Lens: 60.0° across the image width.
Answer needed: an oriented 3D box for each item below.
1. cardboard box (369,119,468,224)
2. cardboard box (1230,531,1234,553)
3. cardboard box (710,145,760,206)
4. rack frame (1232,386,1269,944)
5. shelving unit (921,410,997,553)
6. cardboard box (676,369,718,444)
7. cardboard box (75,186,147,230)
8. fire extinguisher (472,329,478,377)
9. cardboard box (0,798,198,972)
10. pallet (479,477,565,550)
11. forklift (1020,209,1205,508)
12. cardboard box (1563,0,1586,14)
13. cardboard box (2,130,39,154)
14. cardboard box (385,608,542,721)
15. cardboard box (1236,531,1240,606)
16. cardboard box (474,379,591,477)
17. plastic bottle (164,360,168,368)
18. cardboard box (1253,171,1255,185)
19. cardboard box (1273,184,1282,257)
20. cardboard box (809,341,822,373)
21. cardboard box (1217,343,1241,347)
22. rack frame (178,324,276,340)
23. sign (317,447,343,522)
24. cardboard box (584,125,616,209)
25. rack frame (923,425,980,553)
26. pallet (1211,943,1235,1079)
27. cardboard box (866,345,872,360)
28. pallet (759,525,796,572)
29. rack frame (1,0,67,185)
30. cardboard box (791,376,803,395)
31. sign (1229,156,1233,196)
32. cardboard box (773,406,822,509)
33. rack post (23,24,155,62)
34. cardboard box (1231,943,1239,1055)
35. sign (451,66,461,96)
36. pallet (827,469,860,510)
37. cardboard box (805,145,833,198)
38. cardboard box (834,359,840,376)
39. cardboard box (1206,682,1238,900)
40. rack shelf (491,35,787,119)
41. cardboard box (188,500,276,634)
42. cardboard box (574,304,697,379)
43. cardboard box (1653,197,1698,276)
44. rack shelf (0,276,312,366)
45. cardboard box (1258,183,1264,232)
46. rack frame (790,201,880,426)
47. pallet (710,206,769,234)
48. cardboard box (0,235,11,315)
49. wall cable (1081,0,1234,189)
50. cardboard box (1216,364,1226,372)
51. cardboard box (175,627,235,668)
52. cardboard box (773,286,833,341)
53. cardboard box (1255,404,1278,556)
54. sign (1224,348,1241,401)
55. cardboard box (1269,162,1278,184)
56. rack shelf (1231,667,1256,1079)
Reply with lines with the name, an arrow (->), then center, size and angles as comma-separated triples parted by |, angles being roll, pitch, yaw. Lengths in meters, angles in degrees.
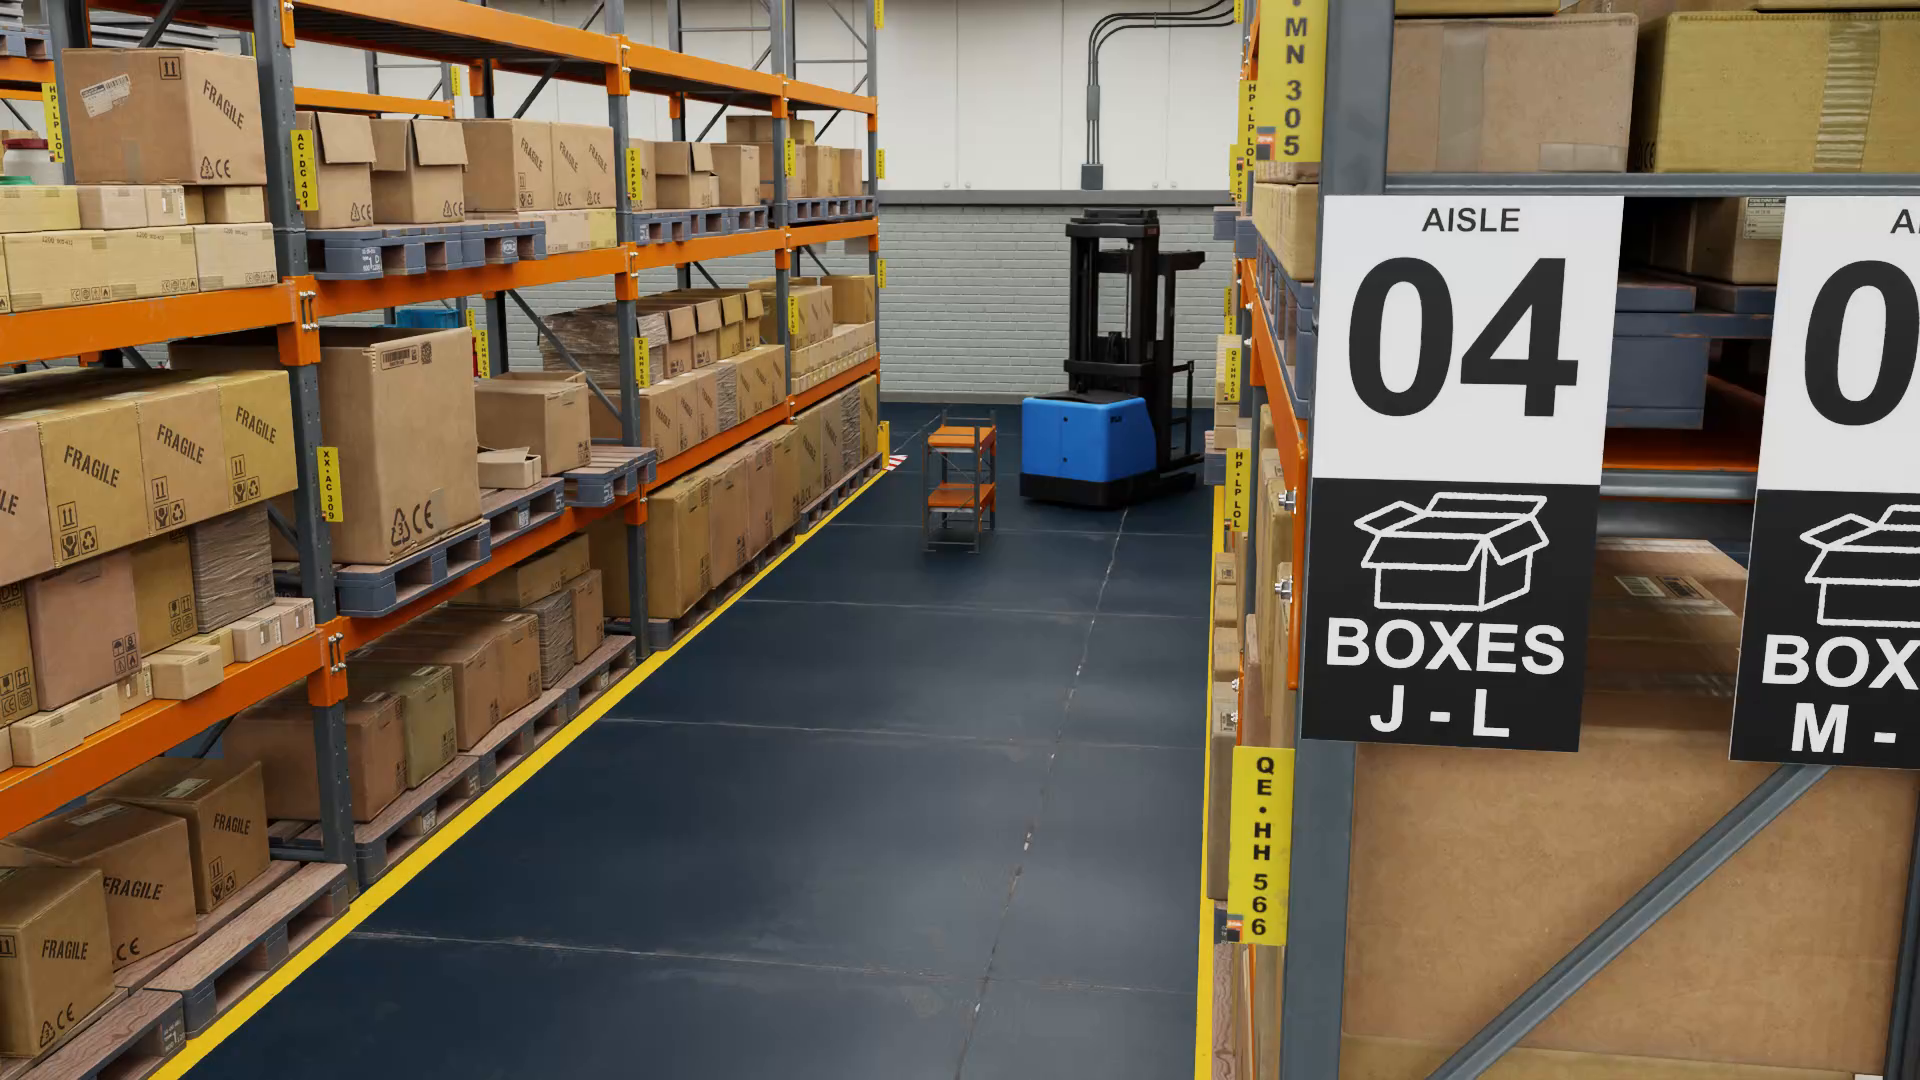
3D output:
cardboard box -> -2.950, -1.846, 8.332 | 0.797, 0.503, 0.637 | 2, 12, 11
cardboard box -> 2.082, 0.016, 11.214 | 0.500, 0.250, 0.500 | 2, 12, 7
cardboard box -> -2.113, -3.097, 14.149 | 0.700, 0.500, 0.500 | 2, 12, 10
rack frame -> 1.621, 0.349, 6.510 | 1.000, 3.000, 0.127 | 2, 12, 9
shelving unit -> 0.001, -0.551, 15.138 | 0.538, 1.125, 1.048 | 2, 12, 9
cardboard box -> -2.153, -1.021, 12.629 | 0.500, 0.500, 0.500 | 2, 12, 8
cardboard box -> -3.130, -1.178, 5.884 | 0.380, 0.149, 0.250 | 1, 12, 7
fire extinguisher -> -5.841, -2.288, 19.814 | 0.296, 0.674, 0.183 | 2, 12, 9
cardboard box -> -3.446, 1.385, 6.638 | 0.500, 0.500, 0.500 | 6, 14, 27
pallet -> -2.913, -0.158, 9.319 | 1.003, 0.211, 1.213 | 2, 12, 9
forklift -> 1.881, -2.011, 17.623 | 1.130, 2.935, 3.031 | 9, 15, 35
cardboard box -> 1.568, -1.130, 3.721 | 0.380, 0.149, 0.250 | 2, 12, 8
cardboard box -> -11.270, -4.549, 19.507 | 0.700, 0.500, 0.500 | 2, 12, 9
cardboard box -> -2.886, 0.716, 9.698 | 0.700, 0.500, 0.500 | 3, 13, 13
cardboard box -> 1.515, 0.078, 7.532 | 0.500, 0.500, 0.500 | 2, 12, 8
cardboard box -> -2.680, -0.686, 10.081 | 0.700, 0.500, 0.500 | 4, 13, 17
plastic bottle -> -7.406, -1.539, 15.548 | 0.061, 0.283, 0.133 | 2, 12, 9
cardboard box -> 1.907, -2.017, 9.347 | 0.500, 0.311, 0.500 | 2, 12, 9
cardboard box -> 0.840, -0.655, 3.410 | 0.380, 0.149, 0.250 | 2, 12, 9
cardboard box -> -1.622, -1.763, 15.960 | 0.500, 0.250, 0.500 | 2, 12, 8
cardboard box -> 2.217, -1.459, 13.088 | 0.380, 0.149, 0.250 | 2, 12, 8
rack frame -> -6.928, -1.659, 15.826 | 1.000, 3.000, 0.127 | 2, 12, 9
sign -> -2.727, -0.240, 7.188 | 0.100, 0.325, 0.005 | 2, 12, 9
cardboard box -> -2.476, -2.318, 10.340 | 0.500, 0.500, 0.500 | 2, 12, 10
rack frame -> -0.077, -0.445, 14.647 | 0.500, 1.125, 0.032 | 2, 12, 9
pallet -> 1.427, 1.868, 6.081 | 1.003, 0.211, 1.213 | 2, 12, 9
cardboard box -> -1.187, -2.069, 18.327 | 0.380, 0.149, 0.250 | 2, 12, 9
pallet -> -2.078, 0.028, 14.618 | 1.003, 0.211, 1.213 | 2, 12, 9
rack frame -> -11.207, -5.585, 19.806 | 1.000, 3.000, 0.127 | 2, 12, 9
cardboard box -> -1.660, -1.426, 15.343 | 0.380, 0.149, 0.250 | 2, 12, 9
sign -> 2.314, -3.051, 13.942 | 0.100, 0.325, 0.005 | 2, 12, 9
cardboard box -> -1.854, -0.799, 15.886 | 0.875, 0.875, 0.875 | 2, 12, 9
rack post -> -7.114, -3.921, 13.272 | 0.937, 0.300, 0.954 | 3, 13, 15
cardboard box -> 1.455, 1.311, 6.093 | 0.875, 0.875, 0.875 | 2, 12, 10
sign -> -5.767, -5.252, 19.024 | 0.100, 0.325, 0.005 | 2, 12, 9
pallet -> -1.655, -0.545, 17.280 | 1.003, 0.211, 1.213 | 2, 12, 9
cardboard box -> -1.665, -3.648, 16.467 | 0.700, 0.500, 0.500 | 2, 12, 11
cardboard box -> -1.422, -1.751, 16.849 | 0.380, 0.149, 0.250 | 2, 12, 7
cardboard box -> 1.627, 1.111, 7.316 | 1.050, 0.750, 0.750 | 2, 12, 8
rack shelf -> -2.342, -3.467, 12.635 | 1.077, 0.370, 4.000 | 2, 12, 9
cardboard box -> -3.395, 0.065, 6.887 | 0.875, 0.500, 0.500 | 2, 12, 9
cardboard box -> -2.418, -1.492, 12.434 | 0.797, 0.503, 0.637 | 2, 12, 10
cardboard box -> 1.414, -0.530, 2.832 | 0.380, 0.149, 0.250 | 2, 12, 9
rack shelf -> -3.572, -0.531, 5.182 | 1.077, 0.370, 4.000 | 2, 12, 9
cardboard box -> 1.074, -0.972, 4.882 | 0.380, 0.149, 0.250 | 2, 12, 8
rack frame -> -1.419, -2.331, 18.945 | 1.000, 3.000, 0.127 | 2, 12, 9
pallet -> -2.126, -2.678, 13.892 | 0.805, 0.209, 1.217 | 1, 12, 6
cardboard box -> -3.322, -0.804, 5.097 | 0.500, 0.250, 0.500 | 2, 12, 10
wall cable -> 2.856, -7.901, 22.918 | 2.277, 5.999, 0.120 | 2, 12, 9
cardboard box -> 1.977, -1.136, 11.590 | 0.380, 0.149, 0.250 | 2, 12, 10
cardboard box -> -3.153, 0.446, 6.656 | 0.380, 0.149, 0.250 | 2, 12, 9
cardboard box -> -1.549, -2.239, 16.389 | 0.500, 0.500, 0.500 | 1, 12, 7
cardboard box -> 1.530, -0.176, 6.030 | 0.875, 0.550, 0.550 | 2, 12, 9
sign -> 1.698, -1.027, 10.333 | 0.100, 0.325, 0.005 | 2, 12, 9
cardboard box -> 0.961, -0.930, 3.743 | 0.500, 0.250, 0.500 | 2, 12, 8
rack shelf -> 1.313, 1.117, 4.654 | 1.077, 0.370, 4.000 | 2, 12, 9
